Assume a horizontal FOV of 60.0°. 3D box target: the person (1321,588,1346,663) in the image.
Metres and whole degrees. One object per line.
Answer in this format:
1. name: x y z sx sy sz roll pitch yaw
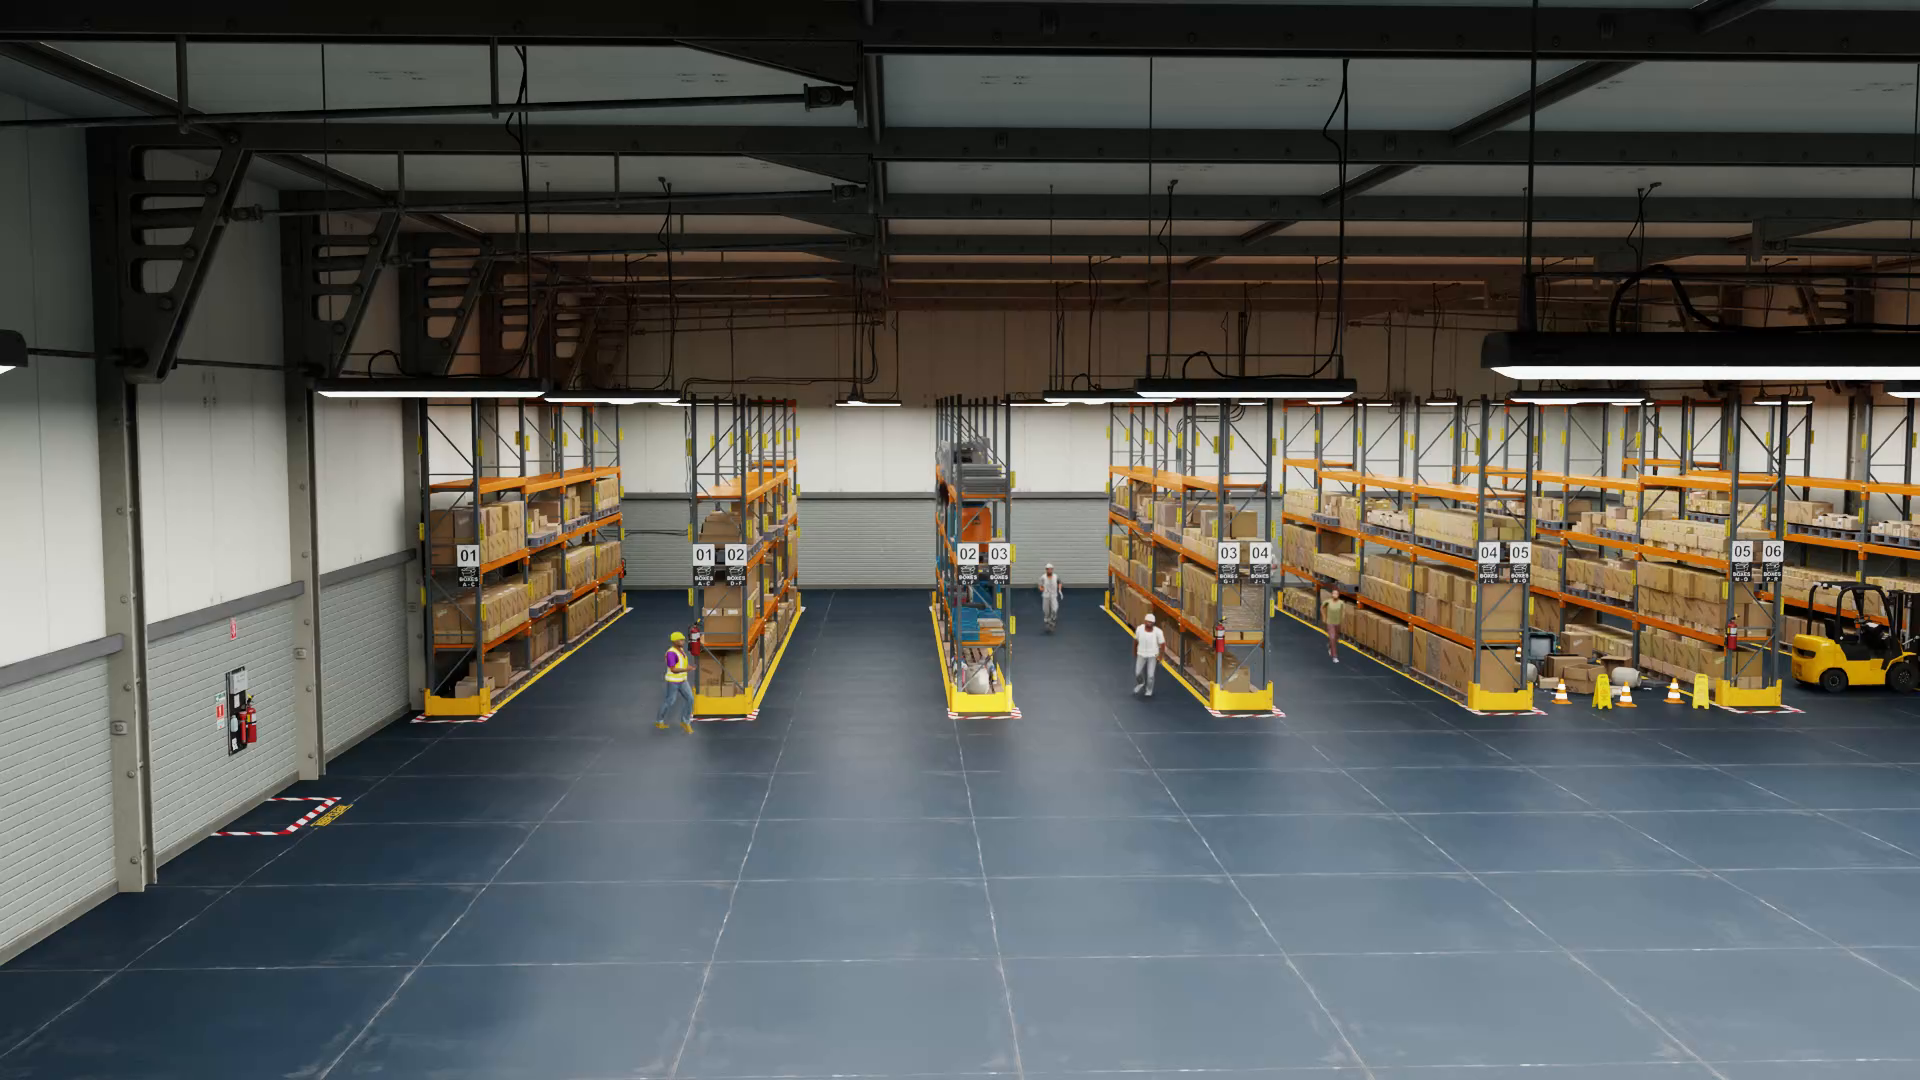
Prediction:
1. person: 8.510 1.917 37.894 0.543 1.663 0.933 0 5 -3

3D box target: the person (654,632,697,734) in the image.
1. person: -5.007 2.531 29.372 0.855 1.824 0.654 2 5 22

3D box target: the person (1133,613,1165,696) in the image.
1. person: 3.729 2.272 32.931 0.675 1.674 0.675 1 5 13

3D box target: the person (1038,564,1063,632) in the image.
1. person: 2.315 1.485 42.526 0.650 1.766 0.773 0 4 -2

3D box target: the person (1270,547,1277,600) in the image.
1. person: 8.980 1.030 48.631 0.928 1.792 0.728 -4 6 -43
